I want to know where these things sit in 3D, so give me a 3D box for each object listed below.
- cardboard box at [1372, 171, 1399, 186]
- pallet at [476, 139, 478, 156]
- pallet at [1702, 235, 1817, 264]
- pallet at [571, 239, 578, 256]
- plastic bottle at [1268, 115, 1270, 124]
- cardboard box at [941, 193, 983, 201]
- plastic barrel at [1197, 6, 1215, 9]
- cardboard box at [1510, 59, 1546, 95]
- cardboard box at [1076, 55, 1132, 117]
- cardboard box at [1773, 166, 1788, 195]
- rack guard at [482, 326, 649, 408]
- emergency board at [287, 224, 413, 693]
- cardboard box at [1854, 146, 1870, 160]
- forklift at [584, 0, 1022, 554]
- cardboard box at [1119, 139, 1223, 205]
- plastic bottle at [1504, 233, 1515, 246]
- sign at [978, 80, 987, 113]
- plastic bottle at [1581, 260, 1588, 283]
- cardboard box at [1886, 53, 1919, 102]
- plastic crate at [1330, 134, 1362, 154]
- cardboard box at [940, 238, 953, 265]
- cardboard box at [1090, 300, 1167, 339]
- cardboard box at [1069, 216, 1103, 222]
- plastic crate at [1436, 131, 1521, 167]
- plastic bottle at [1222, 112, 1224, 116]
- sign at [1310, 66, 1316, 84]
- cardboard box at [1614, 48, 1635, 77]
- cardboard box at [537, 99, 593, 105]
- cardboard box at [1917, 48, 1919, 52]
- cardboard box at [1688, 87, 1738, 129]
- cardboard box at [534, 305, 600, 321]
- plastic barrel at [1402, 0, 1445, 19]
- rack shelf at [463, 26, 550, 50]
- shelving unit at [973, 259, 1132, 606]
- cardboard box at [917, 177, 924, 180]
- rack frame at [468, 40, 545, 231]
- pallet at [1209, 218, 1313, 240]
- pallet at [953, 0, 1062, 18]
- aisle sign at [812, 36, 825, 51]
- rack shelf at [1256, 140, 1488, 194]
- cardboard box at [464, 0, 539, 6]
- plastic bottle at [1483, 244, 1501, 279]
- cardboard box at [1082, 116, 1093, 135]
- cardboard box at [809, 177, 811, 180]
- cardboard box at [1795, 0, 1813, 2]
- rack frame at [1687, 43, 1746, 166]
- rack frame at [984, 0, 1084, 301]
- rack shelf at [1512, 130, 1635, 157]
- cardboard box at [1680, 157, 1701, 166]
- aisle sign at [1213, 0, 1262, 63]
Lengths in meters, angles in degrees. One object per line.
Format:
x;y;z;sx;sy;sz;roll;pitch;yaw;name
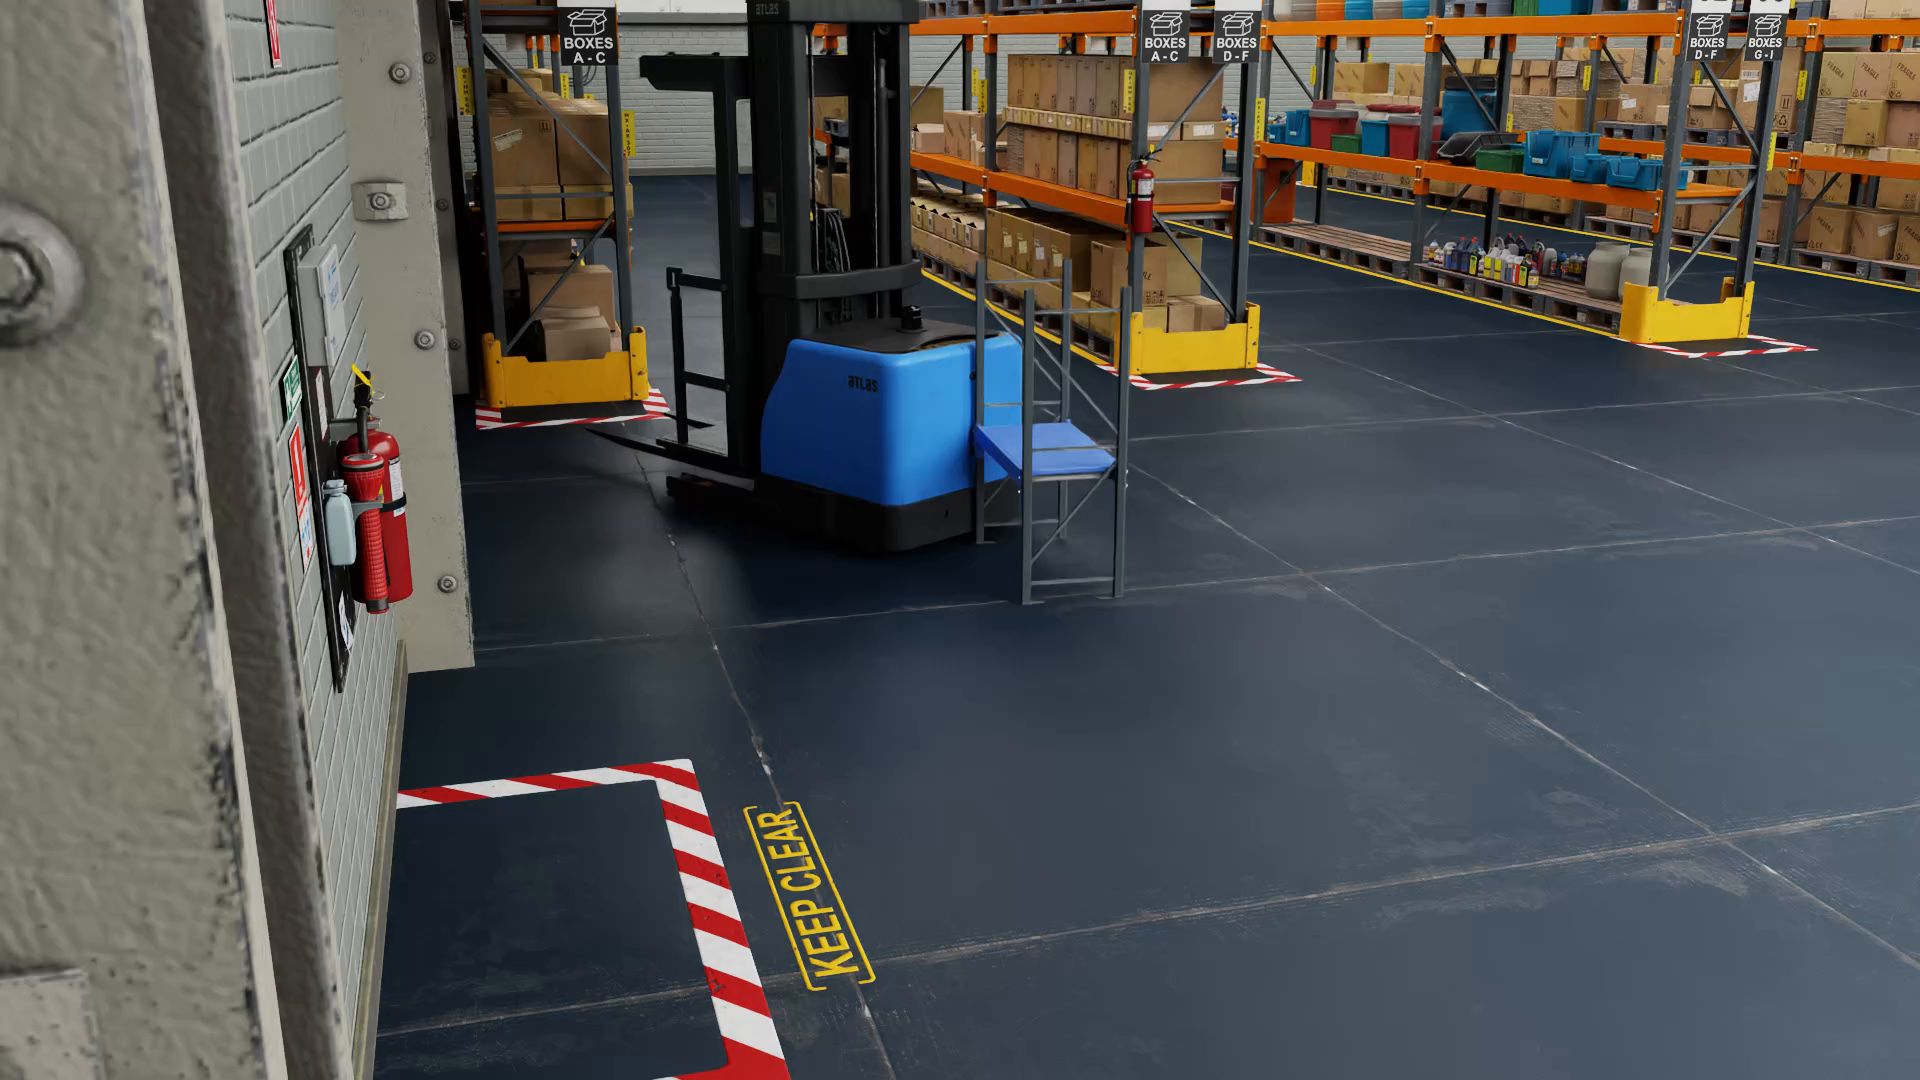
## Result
7.724;-6.586;28.625;0.875;0.875;0.875;-5;17;-15;cardboard box
-4.814;-4.402;18.727;1.213;0.211;1.003;-5;17;-15;pallet
10.059;-3.631;20.673;1.003;0.211;1.213;-5;17;-15;pallet
-5.257;-3.572;20.475;1.003;0.211;1.213;-5;17;-15;pallet
4.345;-5.840;23.403;0.097;0.271;0.097;0;17;0;plastic bottle
0.030;-4.103;20.472;0.500;0.311;0.500;-4;17;-14;cardboard box
3.760;-8.064;24.313;0.600;0.588;0.600;0;17;0;plastic barrel
8.623;-6.955;24.975;0.797;0.503;0.637;-4;17;-13;cardboard box
1.428;-3.961;14.496;0.700;0.500;0.500;-5;17;-15;cardboard box
13.240;-5.676;26.250;0.500;0.500;0.500;-6;18;-18;cardboard box
-2.935;-1.294;12.391;1.175;0.500;0.348;-5;17;-15;rack guard
-1.647;-0.249;4.567;0.194;1.169;0.643;-5;17;-15;emergency board
10.274;-4.342;18.630;0.380;0.149;0.250;-5;17;-15;cardboard box
-1.062;-1.672;9.425;3.031;2.935;1.130;15;23;41;forklift
1.732;-3.041;13.687;0.700;0.500;0.500;-5;17;-15;cardboard box
5.966;-3.147;18.053;0.144;0.351;0.185;-5;17;-17;plastic bottle
0.230;-4.440;16.645;0.100;0.325;0.005;-5;17;-15;sign
6.368;-2.753;16.861;0.061;0.283;0.133;-4;17;-14;plastic bottle
10.429;-5.000;17.953;0.500;0.500;0.500;-5;17;-15;cardboard box
4.762;-4.718;19.812;0.450;0.188;0.662;-5;17;-15;plastic crate
0.078;-3.227;18.530;0.500;0.250;0.500;-4;17;-14;cardboard box
1.416;-1.872;14.020;0.500;0.250;0.500;-5;17;-15;cardboard box
1.353;-2.824;15.887;0.500;0.500;0.500;-5;17;-15;cardboard box
5.534;-4.175;17.746;0.767;0.338;0.504;-5;17;-15;plastic crate
3.857;-6.172;24.509;0.097;0.271;0.097;0;17;0;plastic bottle
6.441;-8.481;30.329;0.100;0.325;0.005;-5;17;-15;sign
12.051;-8.534;29.718;0.500;0.500;0.500;-5;18;-17;cardboard box
-3.586;-3.767;15.202;0.500;0.500;0.500;-5;17;-15;cardboard box
17.214;-8.645;29.479;0.380;0.149;0.250;-5;17;-16;cardboard box
9.709;-5.474;21.053;0.797;0.503;0.637;-3;17;-10;cardboard box
-3.174;-1.749;13.471;0.500;0.311;0.500;-3;17;-11;cardboard box
5.164;-6.160;18.160;0.600;0.901;0.708;-5;17;-15;plastic barrel
-5.662;-6.328;20.842;1.077;0.370;4.000;-5;17;-15;rack shelf
0.432;-0.567;8.232;0.538;1.500;1.048;-3;17;-11;shelving unit
-0.774;-4.806;23.317;0.500;0.500;0.500;-4;17;-15;cardboard box
-6.212;-5.789;23.011;1.000;3.000;0.127;-5;17;-15;rack frame
4.156;-4.346;23.052;1.003;0.211;1.213;-5;17;-15;pallet
0.494;-5.557;17.357;0.805;0.209;1.217;-5;18;-17;pallet
-2.273;-8.577;27.772;0.394;0.787;0.004;-5;17;-15;aisle sign
4.963;-4.568;20.197;1.077;0.370;4.000;-5;17;-15;rack shelf
-3.272;-4.060;11.830;0.500;0.500;0.500;-3;17;-11;cardboard box
5.504;-2.876;17.152;0.144;0.351;0.185;-5;17;-16;plastic bottle
1.276;-3.597;14.413;0.380;0.149;0.250;-4;17;-14;cardboard box
-2.398;-5.733;26.838;0.500;0.250;0.500;-5;17;-15;cardboard box
10.241;-6.576;19.508;0.797;0.503;0.637;-6;18;-18;cardboard box
12.873;-7.328;28.135;1.000;3.000;0.127;-5;17;-15;rack frame
0.749;-3.969;16.952;1.000;3.000;0.127;-5;17;-15;rack frame
8.626;-6.067;25.184;1.077;0.370;4.000;-5;17;-15;rack shelf
12.525;-6.527;28.658;0.380;0.149;0.250;-4;17;-14;cardboard box
2.160;-4.114;12.915;0.394;0.787;0.004;-5;17;-15;aisle sign
